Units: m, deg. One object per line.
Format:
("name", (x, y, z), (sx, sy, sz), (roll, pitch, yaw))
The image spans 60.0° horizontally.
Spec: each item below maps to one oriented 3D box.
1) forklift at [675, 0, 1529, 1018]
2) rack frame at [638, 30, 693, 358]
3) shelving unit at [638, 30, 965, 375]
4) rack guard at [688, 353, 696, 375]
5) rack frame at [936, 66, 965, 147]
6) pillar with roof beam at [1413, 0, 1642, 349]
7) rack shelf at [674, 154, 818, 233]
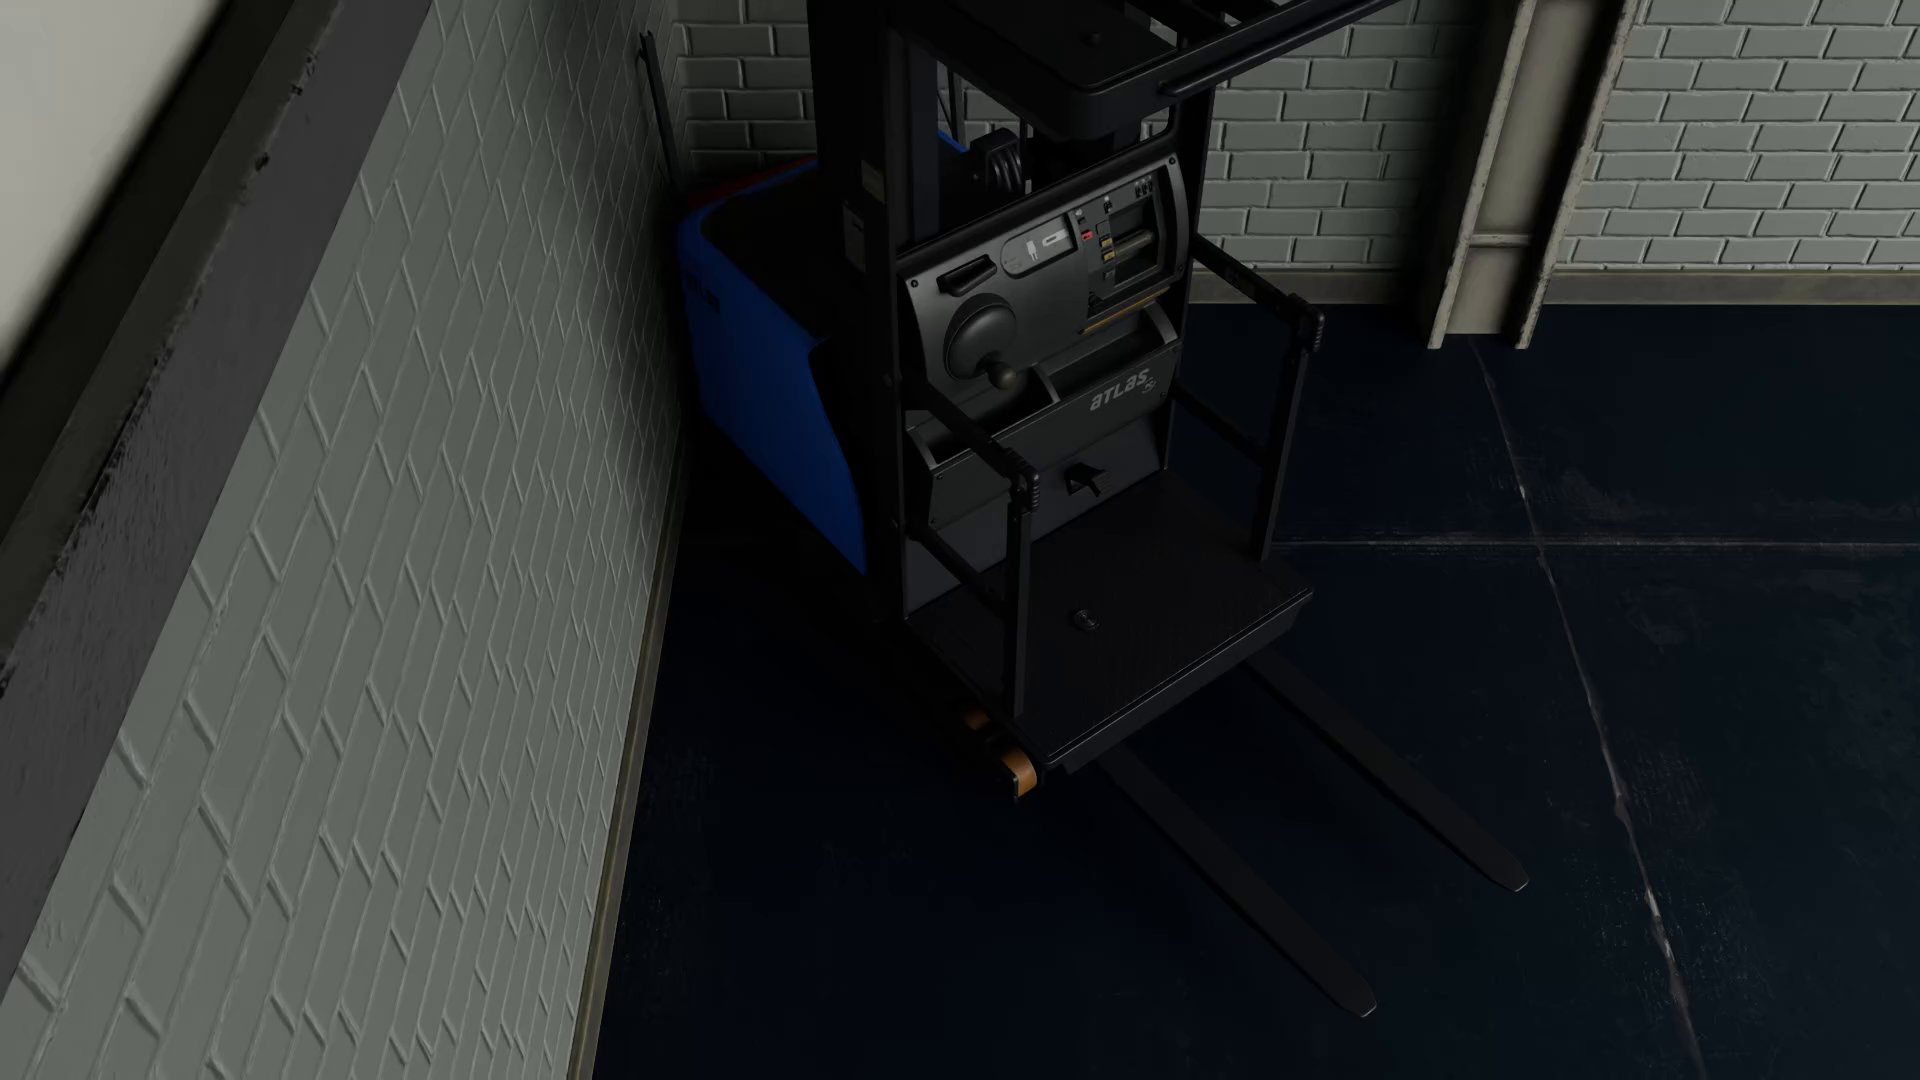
("forklift", (0.380, -0.638, 4.341), (1.130, 2.935, 3.031), (-29, 54, -25))
("rack frame", (-1.005, -1.109, 5.681), (0.032, 1.500, 0.500), (-22, 45, -18))
("shelving unit", (-0.549, -1.294, 5.839), (1.083, 1.500, 0.587), (-22, 45, -18))
("rack guard", (-0.948, -0.657, 6.109), (0.087, 0.250, 0.587), (-22, 45, -18))
("rack frame", (-0.108, -1.474, 5.991), (0.032, 1.500, 0.500), (-22, 45, -18))
("pillar with roof beam", (1.988, -0.769, 0.318), (0.400, 9.000, 9.100), (0, 47, 0))
("rack shelf", (-0.545, -1.159, 5.958), (1.000, 0.185, 0.538), (-22, 45, -18))
